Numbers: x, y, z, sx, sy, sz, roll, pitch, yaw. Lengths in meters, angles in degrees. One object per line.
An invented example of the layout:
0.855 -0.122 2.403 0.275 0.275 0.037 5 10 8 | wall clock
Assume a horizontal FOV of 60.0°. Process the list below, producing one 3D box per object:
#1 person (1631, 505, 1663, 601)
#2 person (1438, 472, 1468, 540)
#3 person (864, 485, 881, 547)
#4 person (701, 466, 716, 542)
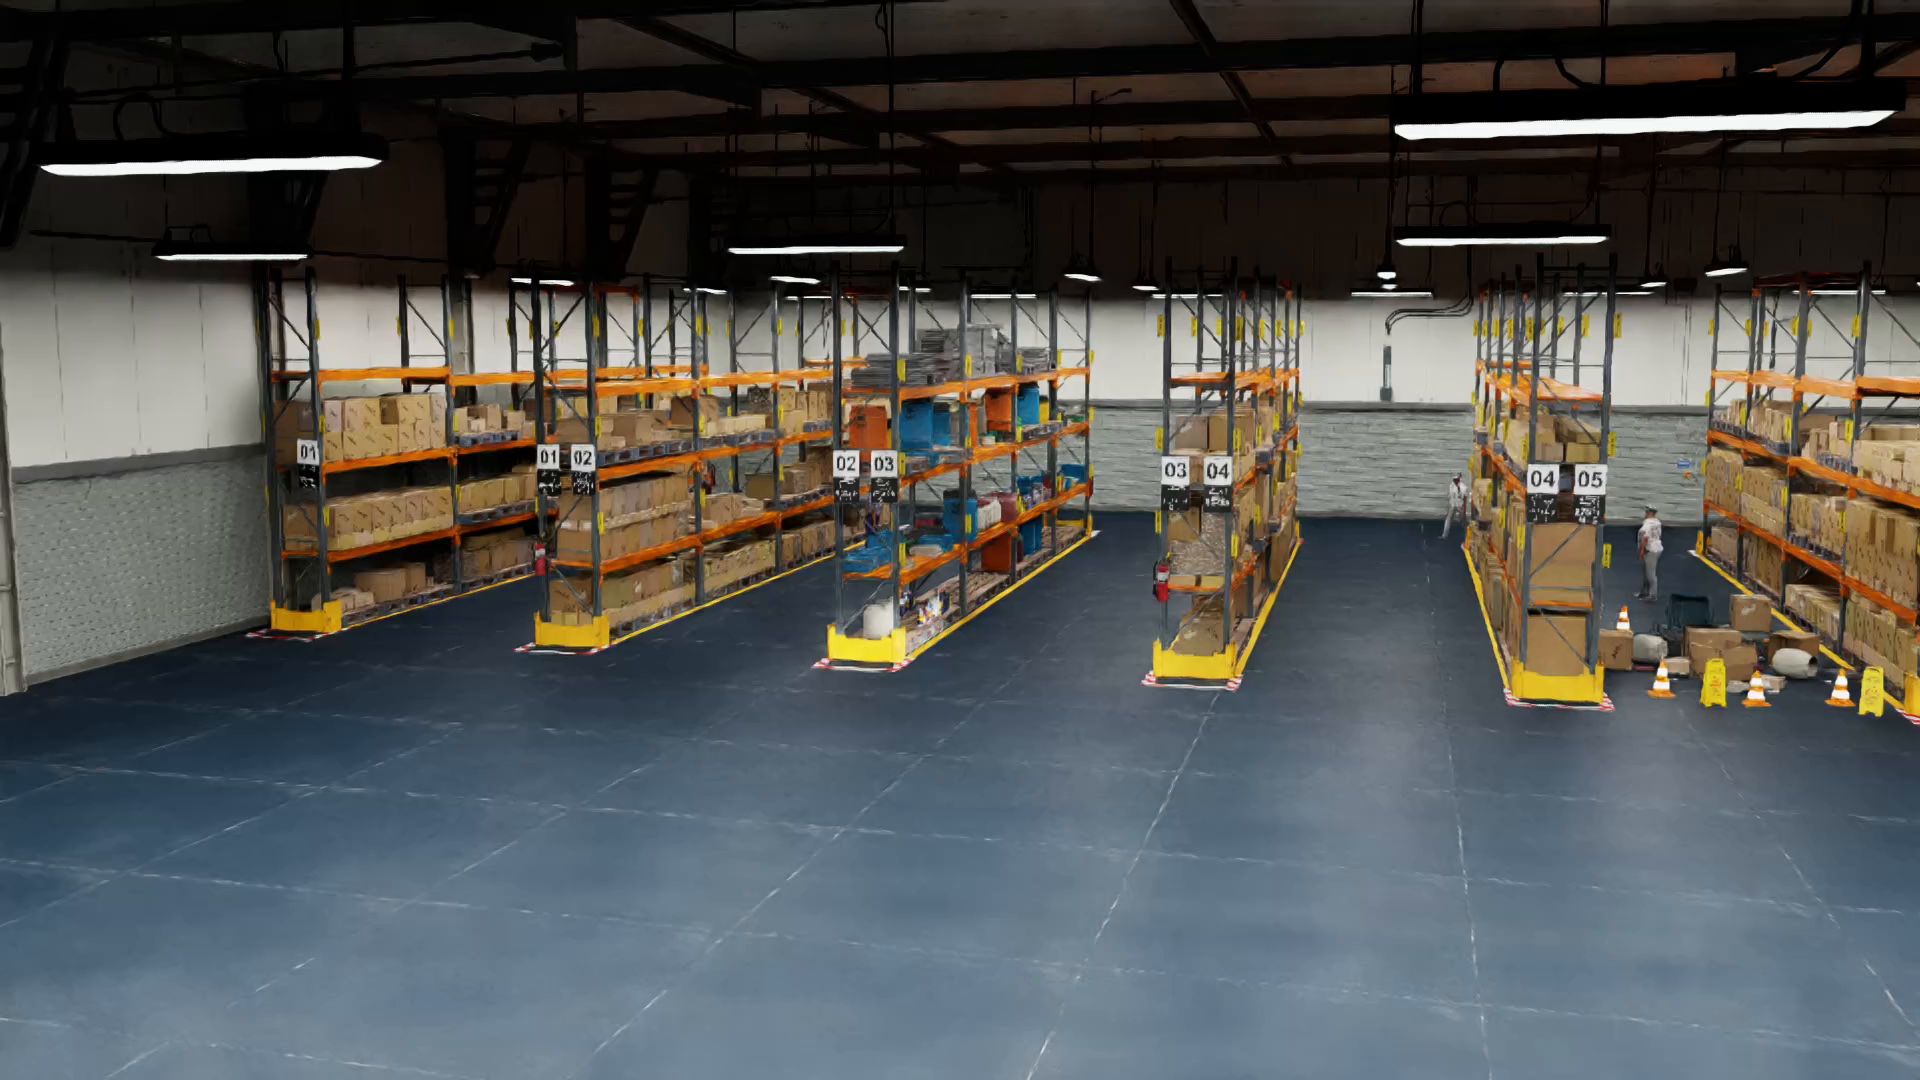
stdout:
12.703 0.228 30.735 0.578 1.746 0.654 7 10 43 | person
11.788 -0.807 39.462 0.494 1.615 0.917 7 10 42 | person
-1.852 -0.389 35.996 0.445 1.657 0.568 -1 7 -11 | person
-5.990 -0.859 39.093 0.447 1.779 0.664 0 7 -1 | person
